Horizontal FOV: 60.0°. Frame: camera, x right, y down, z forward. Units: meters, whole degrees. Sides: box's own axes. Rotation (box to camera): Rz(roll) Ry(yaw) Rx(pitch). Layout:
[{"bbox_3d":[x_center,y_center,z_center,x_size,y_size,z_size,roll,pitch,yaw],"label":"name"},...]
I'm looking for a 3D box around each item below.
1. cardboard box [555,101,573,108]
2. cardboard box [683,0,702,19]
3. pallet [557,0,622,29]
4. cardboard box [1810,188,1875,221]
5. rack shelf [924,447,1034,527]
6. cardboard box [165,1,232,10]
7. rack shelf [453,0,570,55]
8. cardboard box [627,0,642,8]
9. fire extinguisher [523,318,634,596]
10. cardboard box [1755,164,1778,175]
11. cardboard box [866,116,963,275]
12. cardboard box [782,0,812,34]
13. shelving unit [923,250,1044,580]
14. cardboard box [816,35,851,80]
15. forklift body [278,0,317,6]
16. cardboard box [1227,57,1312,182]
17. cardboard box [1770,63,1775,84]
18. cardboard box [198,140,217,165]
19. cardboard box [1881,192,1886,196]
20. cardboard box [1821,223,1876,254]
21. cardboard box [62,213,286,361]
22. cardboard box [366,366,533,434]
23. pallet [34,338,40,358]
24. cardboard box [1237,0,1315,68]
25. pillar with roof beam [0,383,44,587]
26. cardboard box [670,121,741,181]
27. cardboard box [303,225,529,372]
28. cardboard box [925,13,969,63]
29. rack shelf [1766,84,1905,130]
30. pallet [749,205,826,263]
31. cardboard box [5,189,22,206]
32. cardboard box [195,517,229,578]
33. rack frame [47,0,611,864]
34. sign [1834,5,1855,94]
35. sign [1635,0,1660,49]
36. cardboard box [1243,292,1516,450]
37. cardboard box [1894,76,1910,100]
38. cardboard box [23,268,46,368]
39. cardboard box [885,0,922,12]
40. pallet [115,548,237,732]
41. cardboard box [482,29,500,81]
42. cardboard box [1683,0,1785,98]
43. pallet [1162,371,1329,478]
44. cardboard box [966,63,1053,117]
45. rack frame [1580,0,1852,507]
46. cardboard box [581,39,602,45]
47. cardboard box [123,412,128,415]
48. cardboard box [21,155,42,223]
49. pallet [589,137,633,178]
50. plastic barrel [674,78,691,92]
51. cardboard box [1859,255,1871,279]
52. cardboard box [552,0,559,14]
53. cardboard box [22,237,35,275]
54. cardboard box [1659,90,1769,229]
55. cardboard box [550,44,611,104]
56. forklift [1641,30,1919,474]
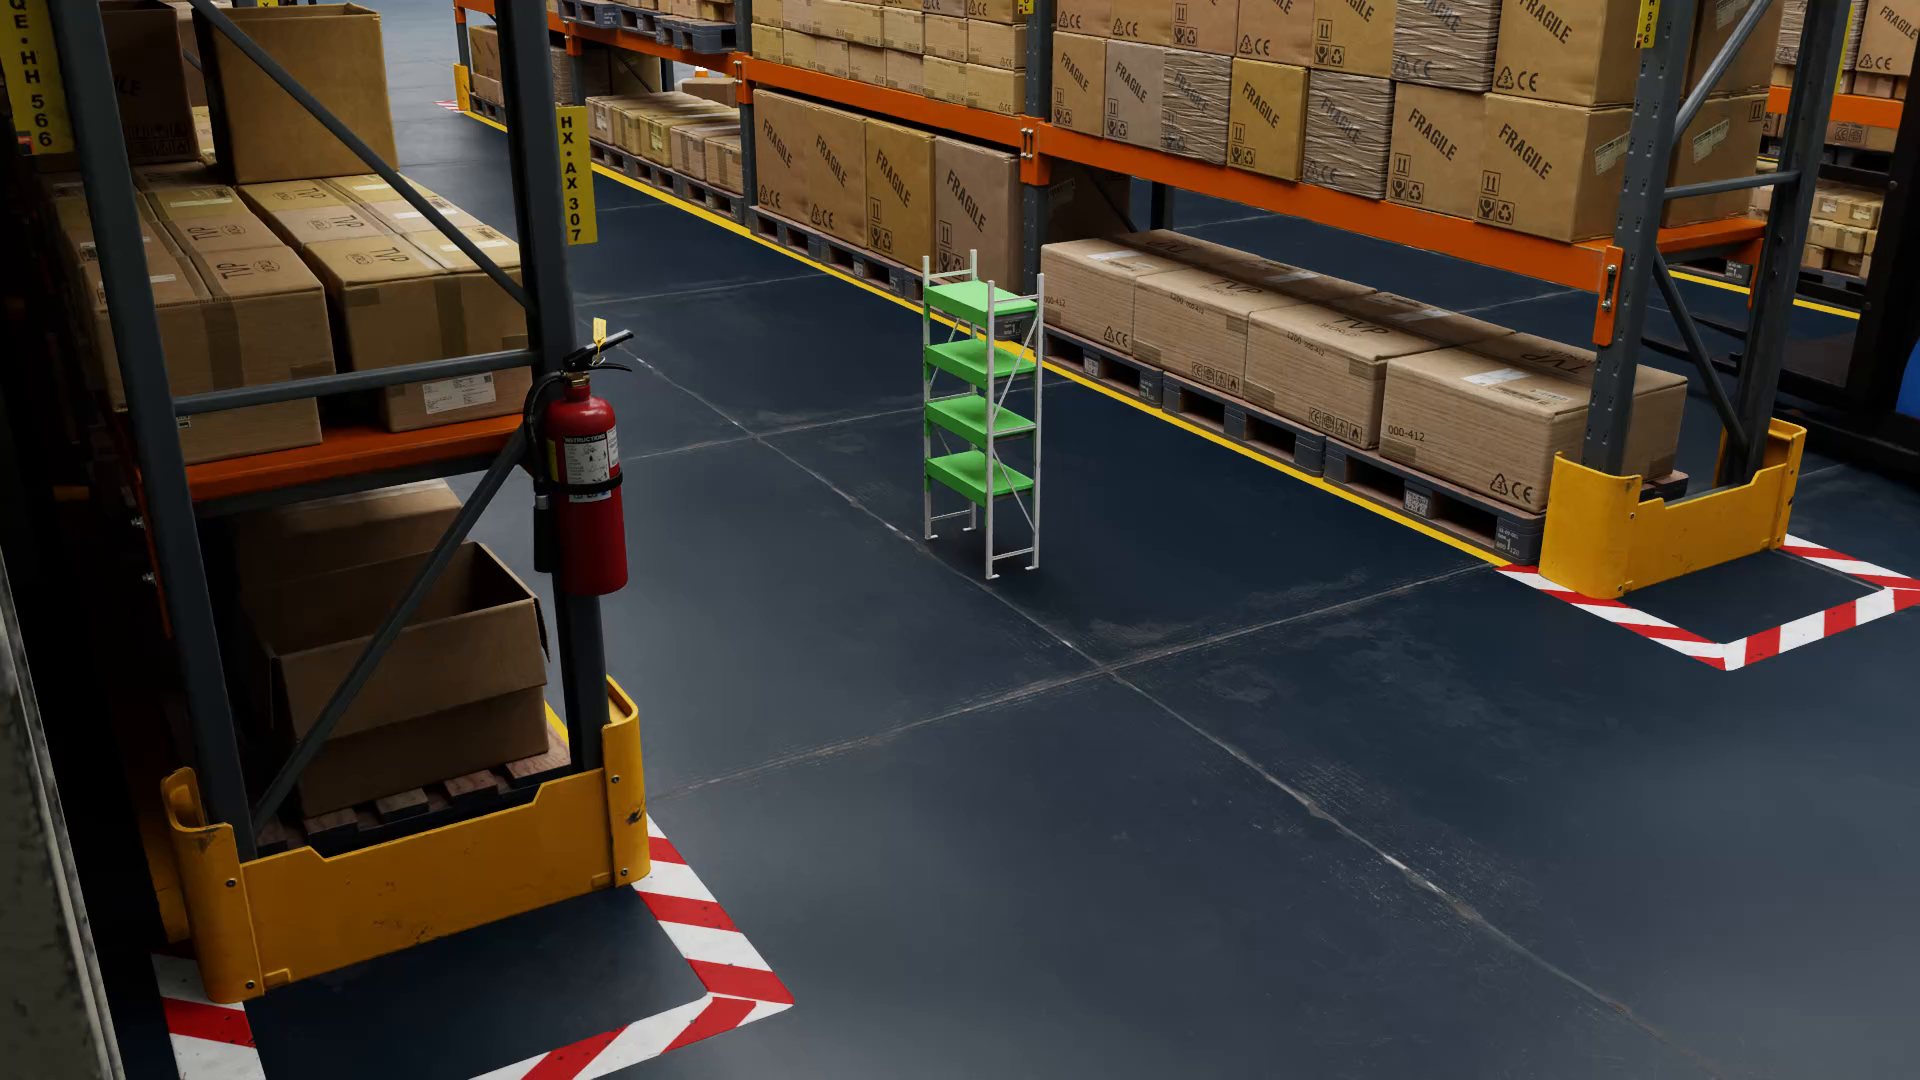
[{"bbox_3d":[-3.797,-4.269,16.596,0.500,0.250,0.500,-11,25,-26],"label":"cardboard box"},{"bbox_3d":[-1.957,-4.198,13.105,0.380,0.149,0.250,-13,25,-29],"label":"cardboard box"},{"bbox_3d":[-2.999,-4.844,15.172,1.003,0.211,1.213,-13,25,-28],"label":"pallet"},{"bbox_3d":[5.708,-2.178,10.797,0.380,0.149,0.250,-14,26,-30],"label":"cardboard box"},{"bbox_3d":[0.085,-0.221,6.740,0.258,0.148,0.480,-13,25,-28],"label":"rack shelf"},{"bbox_3d":[-3.762,-2.271,7.896,0.700,0.500,0.500,-12,25,-28],"label":"cardboard box"},{"bbox_3d":[-4.286,-5.522,17.542,1.077,0.370,4.000,-13,25,-28],"label":"rack shelf"},{"bbox_3d":[-2.612,-4.620,14.141,0.380,0.149,0.250,-12,25,-26],"label":"cardboard box"},{"bbox_3d":[-0.927,-0.201,4.091,0.296,0.674,0.183,-13,25,-28],"label":"fire extinguisher"},{"bbox_3d":[5.730,-2.533,11.671,0.380,0.149,0.250,-13,25,-29],"label":"cardboard box"},{"bbox_3d":[-0.031,-2.305,10.935,0.875,0.875,0.875,-12,25,-27],"label":"cardboard box"},{"bbox_3d":[-0.911,-3.697,11.629,0.500,0.250,0.500,-12,25,-27],"label":"cardboard box"},{"bbox_3d":[0.085,-0.502,6.626,0.258,1.200,0.503,-13,25,-28],"label":"shelving unit"},{"bbox_3d":[-0.647,-3.303,11.326,0.500,0.250,0.500,-12,25,-27],"label":"cardboard box"},{"bbox_3d":[-7.036,-4.891,16.160,2.313,2.155,1.214,-13,25,-28],"label":"forklift body"},{"bbox_3d":[1.602,-1.970,7.714,0.500,0.500,0.500,-12,25,-27],"label":"cardboard box"},{"bbox_3d":[5.401,-3.098,10.955,0.380,0.149,0.250,-14,26,-31],"label":"cardboard box"},{"bbox_3d":[-2.461,-1.290,5.977,0.500,0.250,0.500,-13,25,-29],"label":"cardboard box"},{"bbox_3d":[6.194,-2.178,10.797,0.380,0.149,0.250,-13,25,-28],"label":"cardboard box"},{"bbox_3d":[5.732,-1.940,10.605,0.380,0.149,0.250,-12,25,-28],"label":"cardboard box"},{"bbox_3d":[-2.125,-0.701,4.529,0.500,0.250,0.500,-13,25,-28],"label":"cardboard box"},{"bbox_3d":[-1.332,-0.411,4.344,0.380,0.149,0.250,-13,25,-29],"label":"cardboard box"},{"bbox_3d":[-5.137,-1.417,10.189,1.003,0.211,1.213,-13,25,-28],"label":"pallet"},{"bbox_3d":[1.617,-2.431,7.520,0.500,0.500,0.500,-13,25,-29],"label":"cardboard box"},{"bbox_3d":[-0.161,-4.871,7.017,9.100,9.000,0.400,-13,25,-28],"label":"pillar with roof beam"},{"bbox_3d":[-1.885,-3.313,14.082,0.950,0.372,0.625,-13,26,-29],"label":"cardboard box"},{"bbox_3d":[-1.400,-0.635,4.366,0.500,0.250,0.500,-12,25,-28],"label":"cardboard box"},{"bbox_3d":[0.126,-3.037,10.007,0.500,0.250,0.500,-12,25,-27],"label":"cardboard box"},{"bbox_3d":[6.048,-2.623,10.408,1.077,0.370,4.000,-13,25,-28],"label":"rack shelf"},{"bbox_3d":[-0.883,-2.352,12.489,1.003,0.211,1.213,-13,25,-28],"label":"pallet"},{"bbox_3d":[-5.375,-1.975,9.758,0.380,0.149,0.250,-12,25,-27],"label":"cardboard box"},{"bbox_3d":[-2.564,-0.241,6.354,0.700,0.500,0.500,-14,26,-30],"label":"cardboard box"},{"bbox_3d":[-1.400,-0.368,3.905,1.000,3.000,0.127,-13,25,-28],"label":"rack frame"},{"bbox_3d":[3.346,-1.866,6.337,0.100,0.325,0.005,-13,25,-28],"label":"sign"},{"bbox_3d":[2.392,-1.870,5.748,0.100,0.325,0.005,-13,25,-28],"label":"sign"},{"bbox_3d":[1.968,-0.820,7.863,0.875,0.438,0.875,-12,25,-27],"label":"cardboard box"},{"bbox_3d":[5.928,-2.760,10.124,0.380,0.149,0.250,-12,25,-27],"label":"cardboard box"},{"bbox_3d":[-4.463,-1.135,8.555,0.500,0.500,0.500,-14,26,-31],"label":"cardboard box"},{"bbox_3d":[-0.135,-3.558,10.294,0.500,0.500,0.500,-12,25,-27],"label":"cardboard box"},{"bbox_3d":[-2.466,0.247,6.095,1.003,0.211,1.213,-13,25,-28],"label":"pallet"},{"bbox_3d":[-4.850,-5.281,18.090,0.500,0.500,0.500,-14,26,-30],"label":"cardboard box"},{"bbox_3d":[2.865,-2.043,6.567,0.500,0.500,0.500,-13,26,-29],"label":"cardboard box"},{"bbox_3d":[1.771,-0.670,8.352,1.003,0.211,1.213,-13,25,-28],"label":"pallet"},{"bbox_3d":[0.376,-2.646,9.708,0.500,0.250,0.500,-13,26,-29],"label":"cardboard box"},{"bbox_3d":[2.866,-1.324,6.257,1.000,3.000,0.127,-13,25,-28],"label":"rack frame"},{"bbox_3d":[-3.617,-4.890,17.129,0.500,0.500,0.500,-11,25,-26],"label":"cardboard box"},{"bbox_3d":[-2.085,-0.470,4.491,0.380,0.149,0.250,-13,26,-30],"label":"cardboard box"},{"bbox_3d":[-3.160,-1.358,6.144,0.500,0.250,0.500,-13,25,-29],"label":"cardboard box"},{"bbox_3d":[-2.865,-3.665,15.719,1.003,0.211,1.213,-13,25,-28],"label":"pallet"},{"bbox_3d":[-2.951,-4.932,18.556,0.512,0.421,0.421,4,22,9],"label":"plastic barrel"},{"bbox_3d":[5.898,-1.719,10.457,0.380,0.149,0.250,-12,25,-27],"label":"cardboard box"},{"bbox_3d":[-3.690,-5.137,15.973,0.380,0.149,0.250,-13,25,-29],"label":"cardboard box"},{"bbox_3d":[-4.577,-1.474,8.527,0.380,0.149,0.250,-12,25,-27],"label":"cardboard box"},{"bbox_3d":[2.867,-1.581,6.756,0.500,0.500,0.500,-13,25,-29],"label":"cardboard box"},{"bbox_3d":[-3.797,-4.616,16.455,0.500,0.500,0.500,-13,25,-29],"label":"cardboard box"},{"bbox_3d":[4.553,-1.894,7.751,1.130,2.935,3.031,-10,24,-23],"label":"forklift"}]
